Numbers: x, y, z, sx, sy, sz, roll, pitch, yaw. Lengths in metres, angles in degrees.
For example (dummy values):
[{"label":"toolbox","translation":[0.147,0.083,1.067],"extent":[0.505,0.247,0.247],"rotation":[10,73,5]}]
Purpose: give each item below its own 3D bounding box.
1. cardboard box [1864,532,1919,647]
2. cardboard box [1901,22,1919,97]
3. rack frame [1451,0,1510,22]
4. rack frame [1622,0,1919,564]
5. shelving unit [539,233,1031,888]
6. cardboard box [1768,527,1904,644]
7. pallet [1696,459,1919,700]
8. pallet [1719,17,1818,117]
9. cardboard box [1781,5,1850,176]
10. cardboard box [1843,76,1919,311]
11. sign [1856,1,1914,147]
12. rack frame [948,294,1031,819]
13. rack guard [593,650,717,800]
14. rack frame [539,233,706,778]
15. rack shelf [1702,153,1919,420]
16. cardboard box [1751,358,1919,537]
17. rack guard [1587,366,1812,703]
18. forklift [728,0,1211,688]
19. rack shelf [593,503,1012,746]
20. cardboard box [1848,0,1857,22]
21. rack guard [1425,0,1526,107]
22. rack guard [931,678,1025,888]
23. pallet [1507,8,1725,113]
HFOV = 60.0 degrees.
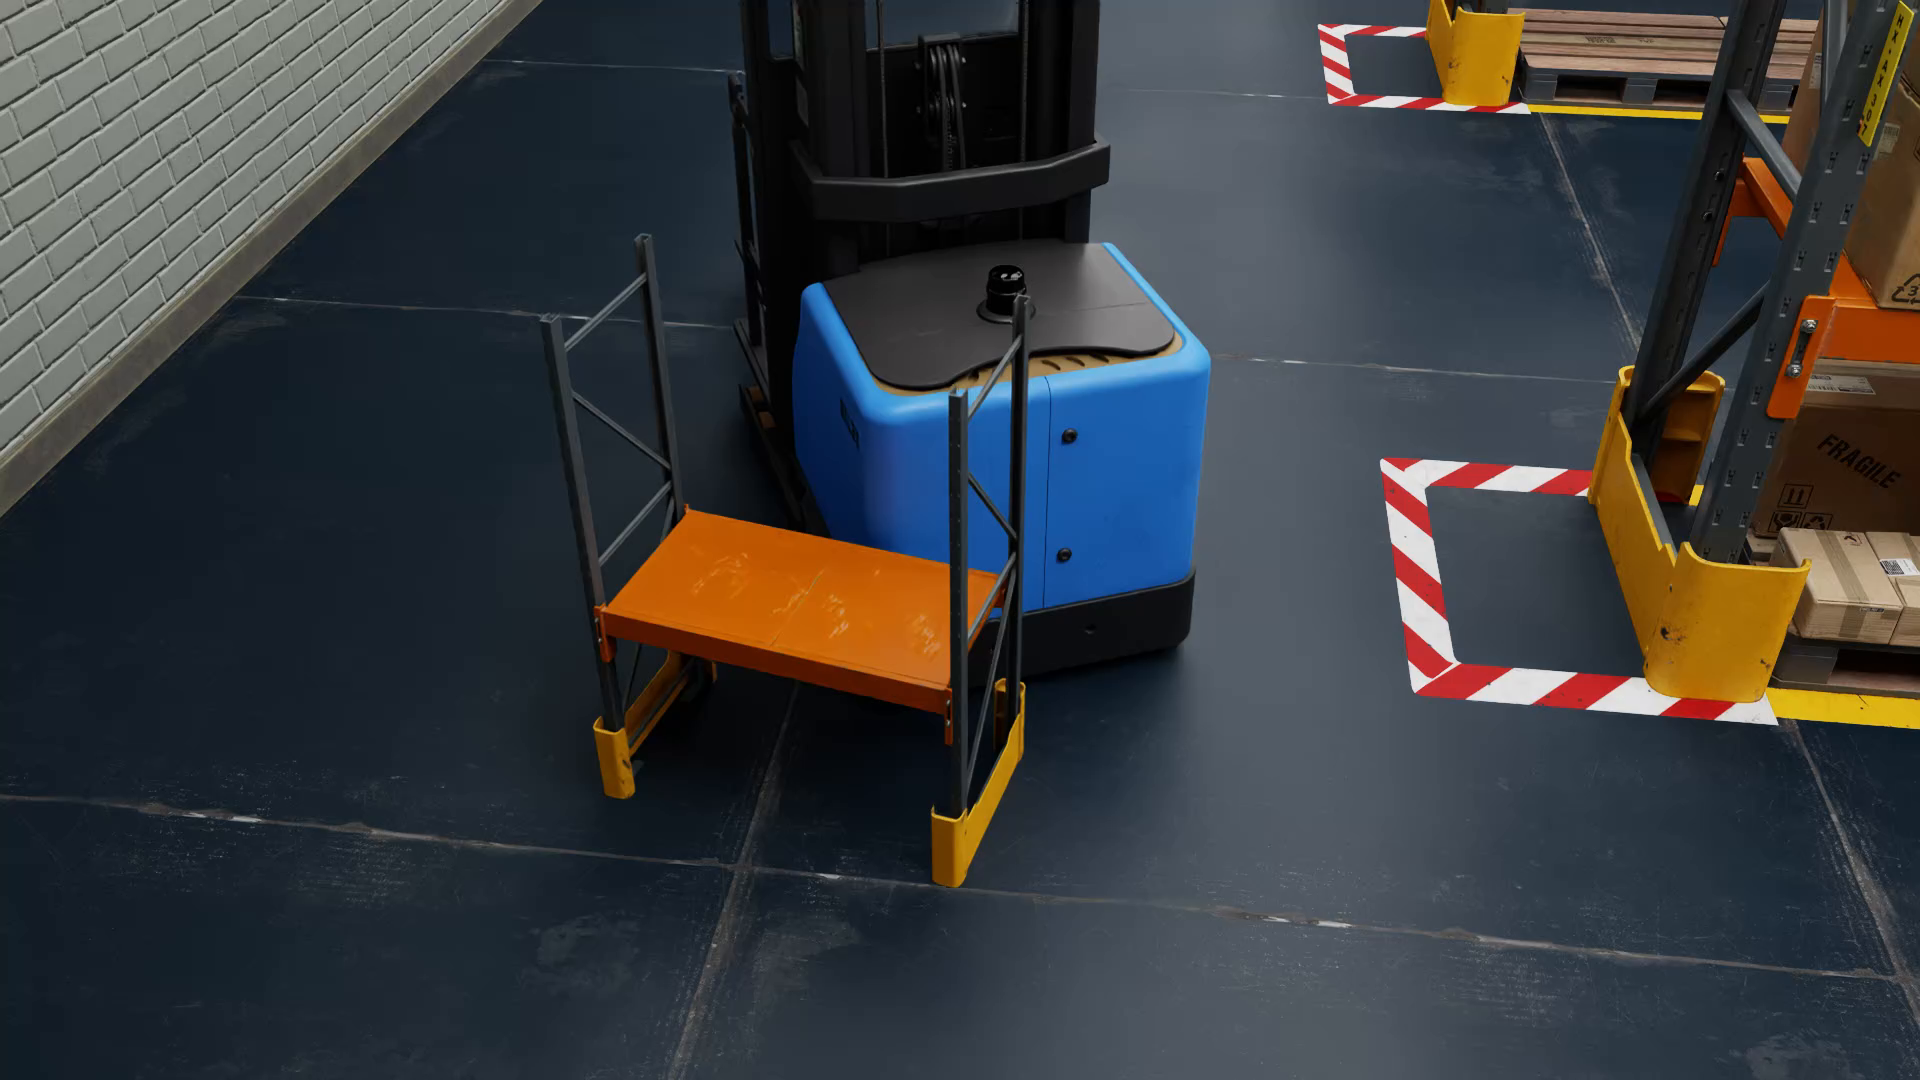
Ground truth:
[{"label":"cardboard box","translation":[2.903,0.147,5.023],"extent":[0.250,0.166,0.380],"rotation":[4,36,6]},{"label":"cardboard box","translation":[2.690,-1.338,4.096],"extent":[0.500,0.500,0.500],"rotation":[5,36,7]},{"label":"rack frame","translation":[2.918,-3.929,8.673],"extent":[0.127,3.000,1.000],"rotation":[4,36,6]},{"label":"rack frame","translation":[2.283,-1.075,4.674],"extent":[0.127,3.000,1.000],"rotation":[4,36,6]},{"label":"shelving unit","translation":[-0.415,0.059,4.374],"extent":[1.083,1.500,0.587],"rotation":[12,37,16]},{"label":"cardboard box","translation":[2.655,0.135,5.054],"extent":[0.250,0.149,0.380],"rotation":[4,36,6]},{"label":"pallet","translation":[3.149,0.124,5.395],"extent":[1.213,0.211,1.003],"rotation":[4,36,6]},{"label":"pallet","translation":[4.937,-2.619,9.238],"extent":[1.213,0.211,1.003],"rotation":[4,36,6]},{"label":"cardboard box","translation":[2.762,-1.240,4.819],"extent":[0.500,0.500,0.500],"rotation":[5,36,7]},{"label":"cardboard box","translation":[2.690,-0.931,4.386],"extent":[0.500,0.500,0.500],"rotation":[5,36,7]},{"label":"sign","translation":[2.214,-1.115,3.985],"extent":[0.005,0.325,0.100],"rotation":[4,36,6]},{"label":"rack frame","translation":[0.073,0.160,4.233],"extent":[0.032,1.500,0.500],"rotation":[12,37,16]},{"label":"rack guard","translation":[-0.883,0.470,4.874],"extent":[0.087,0.250,0.587],"rotation":[12,37,16]},{"label":"rack frame","translation":[-0.885,-0.038,4.510],"extent":[0.032,1.500,0.500],"rotation":[12,37,16]},{"label":"rack shelf","translation":[4.267,-0.634,4.676],"extent":[4.000,0.370,1.077],"rotation":[4,36,6]},{"label":"cardboard box","translation":[2.854,-0.338,5.415],"extent":[0.500,0.500,0.500],"rotation":[4,36,6]},{"label":"rack guard","translation":[2.358,-0.052,5.393],"extent":[0.348,0.500,1.175],"rotation":[4,36,6]},{"label":"forklift","translation":[-0.203,-1.569,5.425],"extent":[1.130,2.935,3.031],"rotation":[-10,37,-14]},{"label":"rack shelf","translation":[-0.406,0.207,4.476],"extent":[1.000,0.185,0.538],"rotation":[12,37,16]},{"label":"cardboard box","translation":[2.759,-1.648,4.531],"extent":[0.500,0.500,0.500],"rotation":[4,36,6]},{"label":"rack guard","translation":[2.892,-2.906,9.391],"extent":[0.348,0.500,1.175],"rotation":[4,36,6]},{"label":"rack guard","translation":[0.056,0.663,4.603],"extent":[0.087,0.250,0.587],"rotation":[12,37,16]},{"label":"pallet","translation":[3.731,-2.711,9.366],"extent":[1.213,0.211,1.003],"rotation":[4,36,6]}]
